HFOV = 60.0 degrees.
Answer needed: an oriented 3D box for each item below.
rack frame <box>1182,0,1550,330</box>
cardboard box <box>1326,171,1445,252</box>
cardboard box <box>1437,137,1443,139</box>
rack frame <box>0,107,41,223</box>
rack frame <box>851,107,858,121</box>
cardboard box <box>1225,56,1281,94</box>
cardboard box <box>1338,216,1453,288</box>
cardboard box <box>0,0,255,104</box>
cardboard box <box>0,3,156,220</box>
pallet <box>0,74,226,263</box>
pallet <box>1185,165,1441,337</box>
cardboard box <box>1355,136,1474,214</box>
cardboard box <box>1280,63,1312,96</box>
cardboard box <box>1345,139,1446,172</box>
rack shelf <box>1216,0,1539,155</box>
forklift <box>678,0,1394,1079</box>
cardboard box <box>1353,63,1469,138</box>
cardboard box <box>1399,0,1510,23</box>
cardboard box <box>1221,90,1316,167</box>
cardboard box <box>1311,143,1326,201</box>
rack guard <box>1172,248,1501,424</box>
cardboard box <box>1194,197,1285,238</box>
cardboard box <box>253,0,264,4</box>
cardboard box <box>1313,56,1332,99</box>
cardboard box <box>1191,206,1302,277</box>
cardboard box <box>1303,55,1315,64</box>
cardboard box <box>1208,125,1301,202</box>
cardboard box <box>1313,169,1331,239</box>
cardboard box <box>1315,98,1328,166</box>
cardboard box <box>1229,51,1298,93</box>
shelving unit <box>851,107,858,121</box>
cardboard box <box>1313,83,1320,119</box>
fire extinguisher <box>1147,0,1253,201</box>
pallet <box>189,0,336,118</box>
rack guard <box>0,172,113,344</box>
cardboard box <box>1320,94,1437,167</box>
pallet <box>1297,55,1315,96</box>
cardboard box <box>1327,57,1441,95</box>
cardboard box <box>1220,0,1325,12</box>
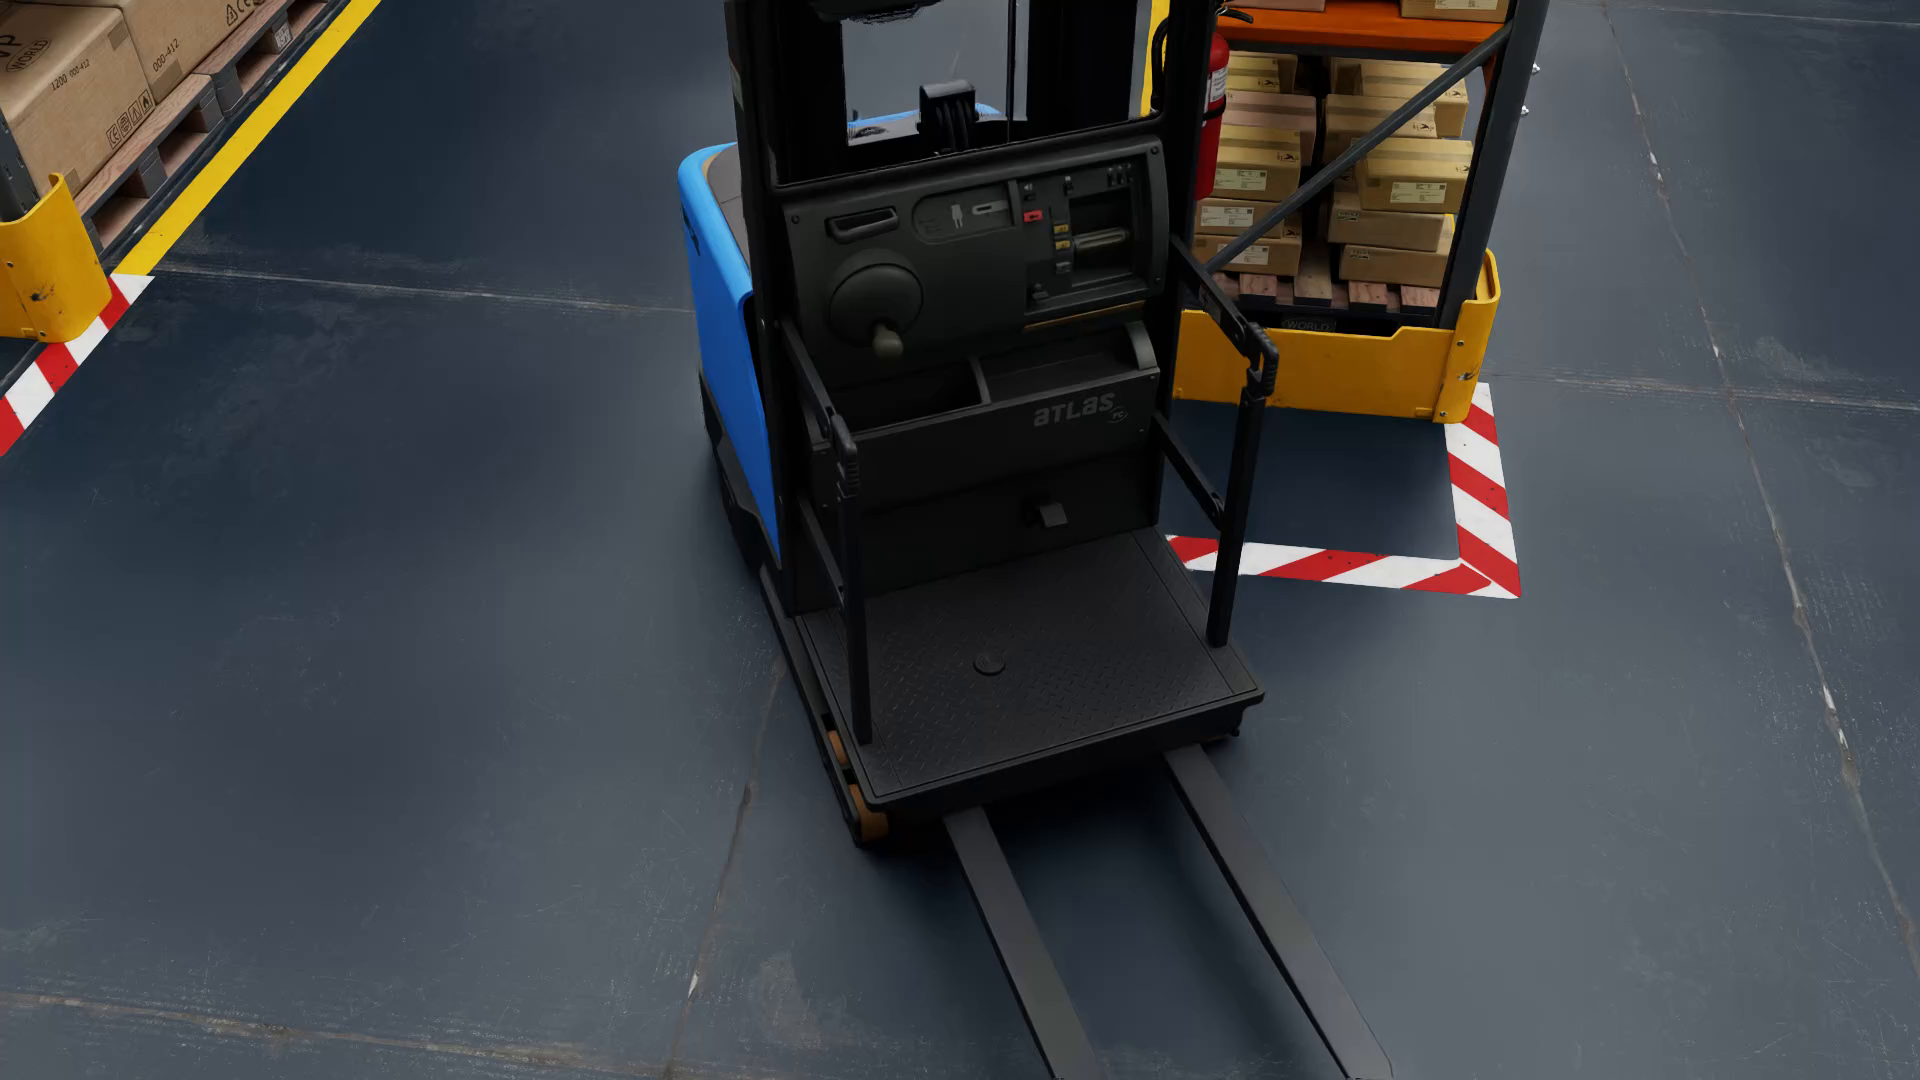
[{"bbox_3d":[1.168,-1.598,4.756,1.000,3.000,0.127,5,44,6],"label":"rack frame"},{"bbox_3d":[1.491,-1.157,5.842,0.380,0.149,0.250,7,44,7],"label":"cardboard box"},{"bbox_3d":[1.670,-1.678,6.392,0.380,0.149,0.250,7,44,7],"label":"cardboard box"},{"bbox_3d":[-3.752,-1.979,5.158,1.000,3.000,0.127,5,44,6],"label":"rack frame"},{"bbox_3d":[-0.405,-0.912,5.437,0.200,1.050,0.008,-15,43,-15],"label":"rack frame"},{"bbox_3d":[0.985,-1.669,6.166,0.380,0.149,0.250,4,44,5],"label":"cardboard box"},{"bbox_3d":[1.554,-1.043,5.938,0.380,0.149,0.250,6,44,6],"label":"cardboard box"},{"bbox_3d":[-3.651,-2.284,7.039,0.875,0.438,0.875,6,44,7],"label":"cardboard box"},{"bbox_3d":[-3.764,-1.660,6.379,0.875,0.438,0.875,4,44,4],"label":"cardboard box"},{"bbox_3d":[-3.724,-1.518,6.700,1.003,0.211,1.213,5,44,6],"label":"pallet"},{"bbox_3d":[1.320,-1.187,6.350,1.003,0.211,1.213,5,44,6],"label":"pallet"},{"bbox_3d":[1.574,-1.257,5.731,0.380,0.149,0.250,3,44,4],"label":"cardboard box"},{"bbox_3d":[1.159,-1.737,6.454,0.380,0.149,0.250,5,44,5],"label":"cardboard box"},{"bbox_3d":[1.584,-1.338,6.033,0.380,0.149,0.250,5,44,5],"label":"cardboard box"},{"bbox_3d":[1.432,-2.699,6.442,1.077,0.370,4.000,5,44,6],"label":"rack shelf"},{"bbox_3d":[0.129,-0.591,3.743,1.130,2.935,3.031,-14,45,-14],"label":"forklift"},{"bbox_3d":[1.651,-1.616,6.110,0.380,0.149,0.250,5,44,5],"label":"cardboard box"},{"bbox_3d":[1.535,-1.697,5.044,0.380,0.149,0.250,5,44,5],"label":"cardboard box"},{"bbox_3d":[1.077,-1.481,5.968,0.380,0.149,0.250,6,44,6],"label":"cardboard box"},{"bbox_3d":[1.534,-1.399,6.313,0.380,0.149,0.250,6,44,6],"label":"cardboard box"},{"bbox_3d":[1.178,-0.742,5.670,1.175,0.500,0.348,5,44,6],"label":"rack guard"},{"bbox_3d":[0.955,-1.208,5.896,0.380,0.149,0.250,4,44,4],"label":"cardboard box"},{"bbox_3d":[-3.531,-2.899,7.688,0.875,0.438,0.875,4,44,4],"label":"cardboard box"},{"bbox_3d":[1.611,-1.867,6.592,0.380,0.149,0.250,3,44,3],"label":"cardboard box"},{"bbox_3d":[1.031,-1.093,5.990,0.380,0.149,0.250,6,44,6],"label":"cardboard box"},{"bbox_3d":[1.605,-2.056,6.791,0.380,0.149,0.250,7,44,8],"label":"cardboard box"},{"bbox_3d":[0.987,-1.315,5.792,0.380,0.149,0.250,6,44,6],"label":"cardboard box"},{"bbox_3d":[1.508,-1.229,6.134,0.380,0.149,0.250,5,44,5],"label":"cardboard box"},{"bbox_3d":[1.528,-1.513,6.218,0.380,0.149,0.250,6,44,6],"label":"cardboard box"},{"bbox_3d":[1.082,-1.839,6.346,0.380,0.149,0.250,4,44,4],"label":"cardboard box"},{"bbox_3d":[-0.448,-0.987,5.523,0.215,1.050,0.252,-15,43,-15],"label":"shelving unit"},{"bbox_3d":[1.615,-1.745,6.680,0.380,0.149,0.250,5,44,6],"label":"cardboard box"},{"bbox_3d":[0.677,-1.304,4.773,0.296,0.674,0.183,5,44,6],"label":"fire extinguisher"},{"bbox_3d":[-3.560,-2.347,7.575,1.003,0.211,1.213,5,44,6],"label":"pallet"},{"bbox_3d":[-3.755,-1.055,6.000,1.175,0.500,0.348,5,44,6],"label":"rack guard"},{"bbox_3d":[1.491,-1.456,5.941,0.380,0.149,0.250,6,44,6],"label":"cardboard box"},{"bbox_3d":[1.484,-2.016,7.226,1.003,0.211,1.213,5,44,6],"label":"pallet"},{"bbox_3d":[1.602,-1.793,6.297,0.380,0.149,0.250,3,44,3],"label":"cardboard box"},{"bbox_3d":[0.931,-1.754,5.104,0.380,0.149,0.250,5,44,6],"label":"cardboard box"}]
